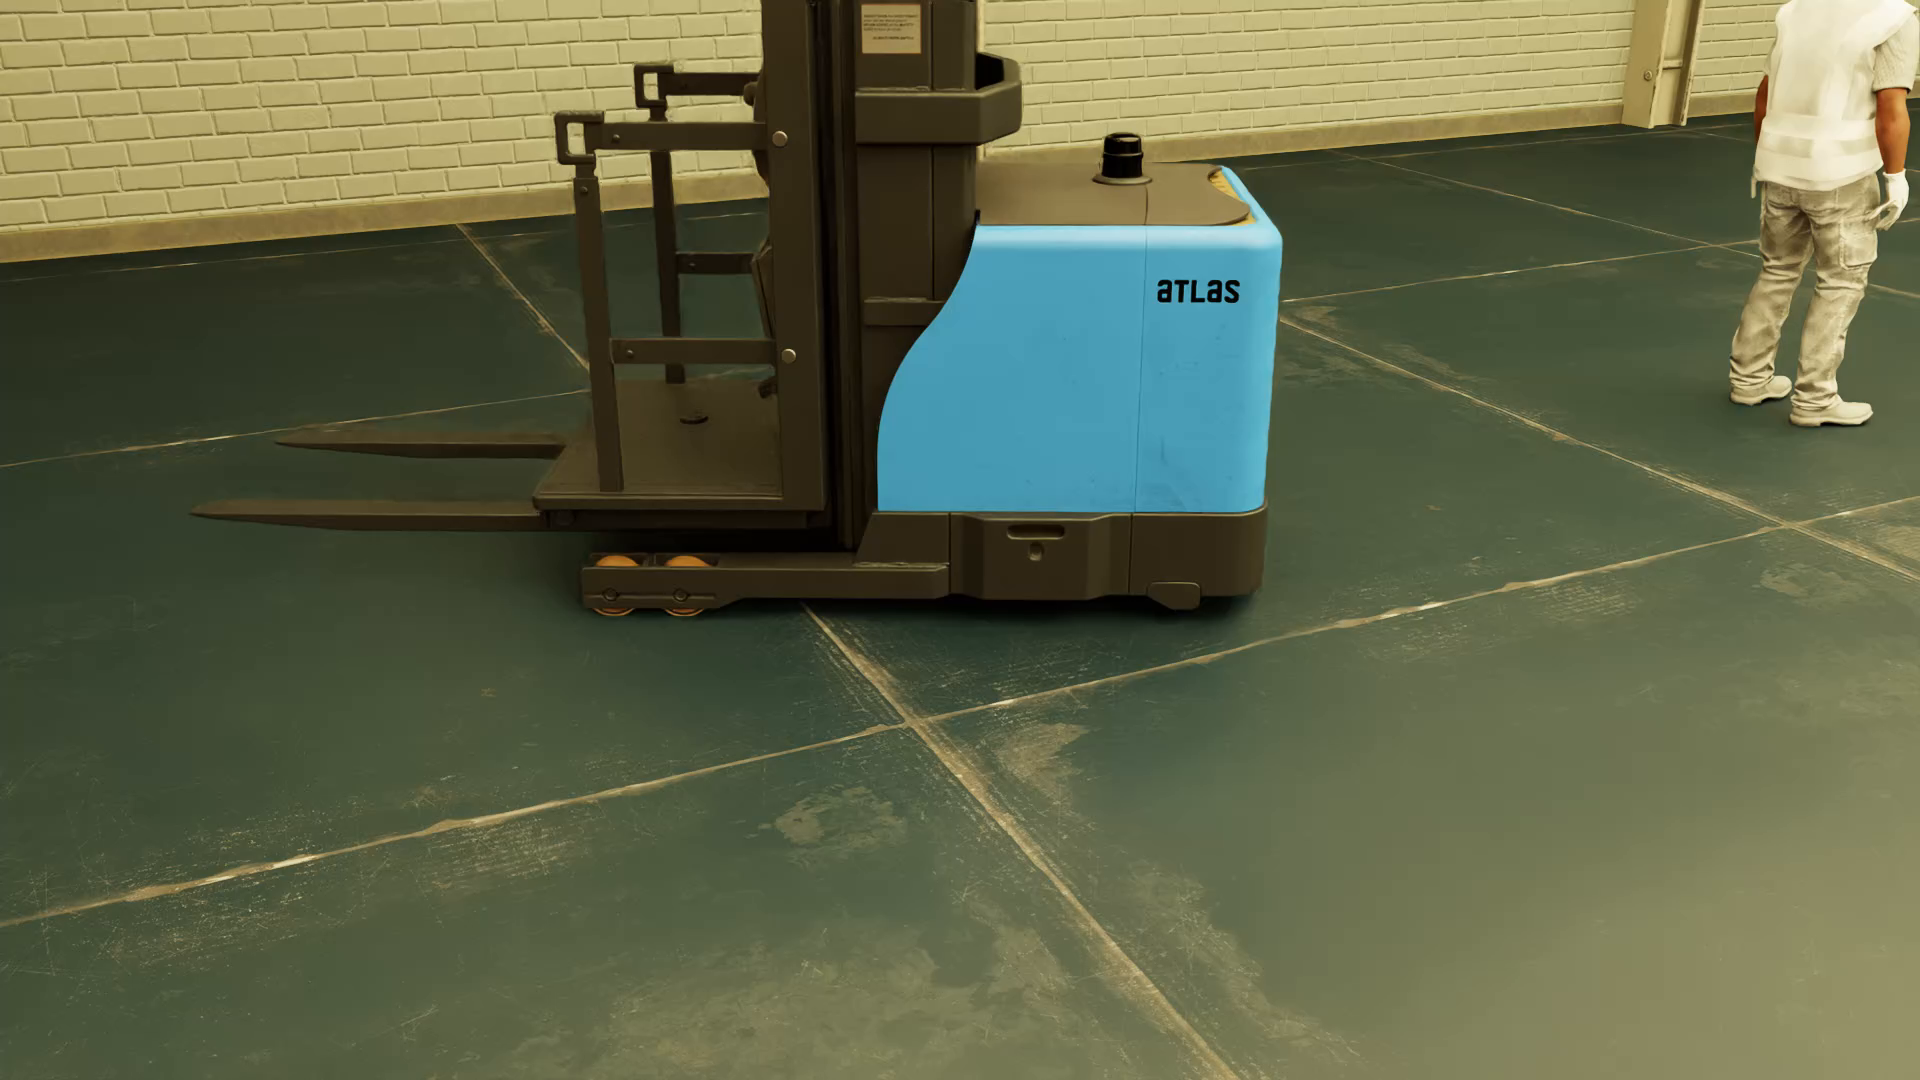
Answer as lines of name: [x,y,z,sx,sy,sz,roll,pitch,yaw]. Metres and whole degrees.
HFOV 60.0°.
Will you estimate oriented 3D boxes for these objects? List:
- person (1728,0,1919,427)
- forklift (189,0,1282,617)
person: [3.118,-1.319,5.976,0.453,1.772,0.616,-9,24,-21]
forklift: [-0.666,-1.343,4.518,3.031,2.935,1.130,0,23,1]
